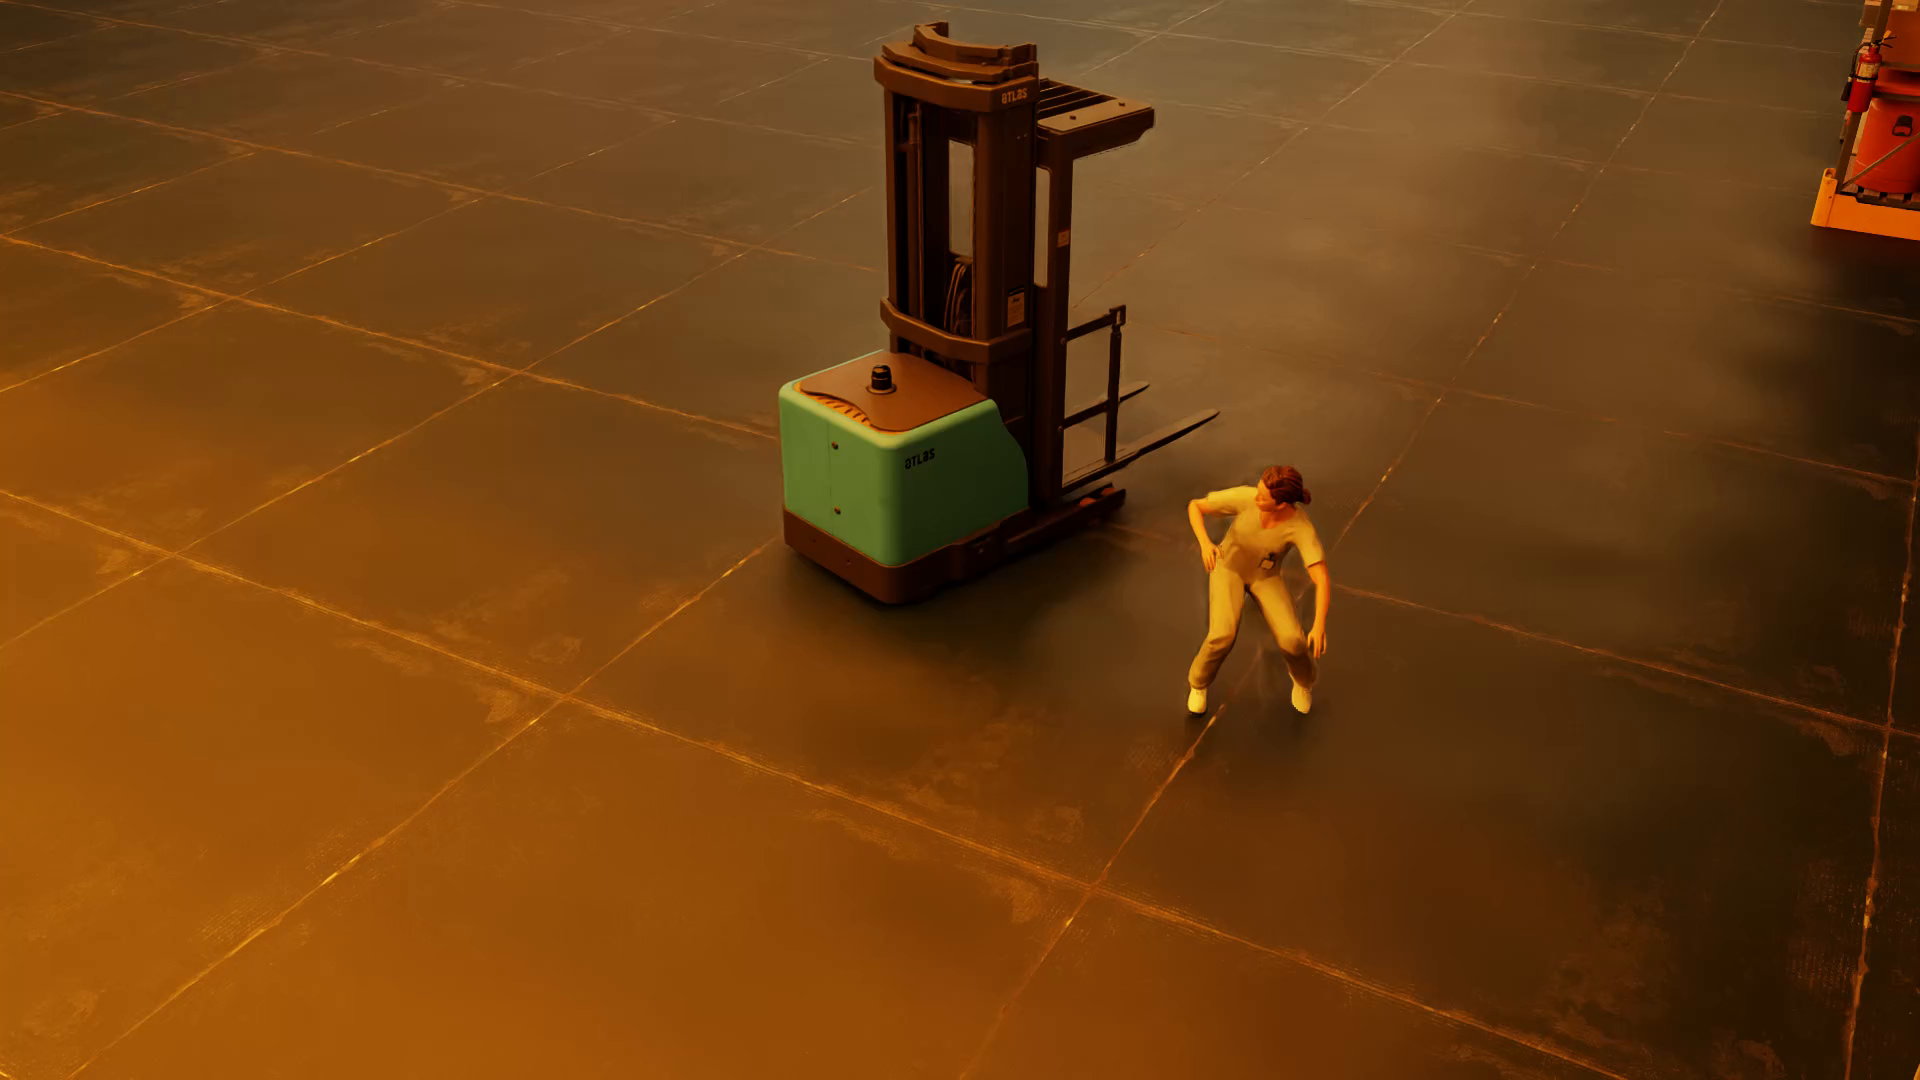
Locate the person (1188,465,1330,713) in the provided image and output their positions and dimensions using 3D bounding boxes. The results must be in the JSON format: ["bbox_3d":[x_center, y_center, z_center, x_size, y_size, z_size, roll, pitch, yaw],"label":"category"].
[{"bbox_3d":[1.454,0.274,8.158,0.727,1.416,0.805,4,30,7],"label":"person"}]

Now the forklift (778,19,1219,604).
[{"bbox_3d":[0.382,-1.534,9.728,3.031,2.935,1.130,-25,38,-36],"label":"forklift"}]
